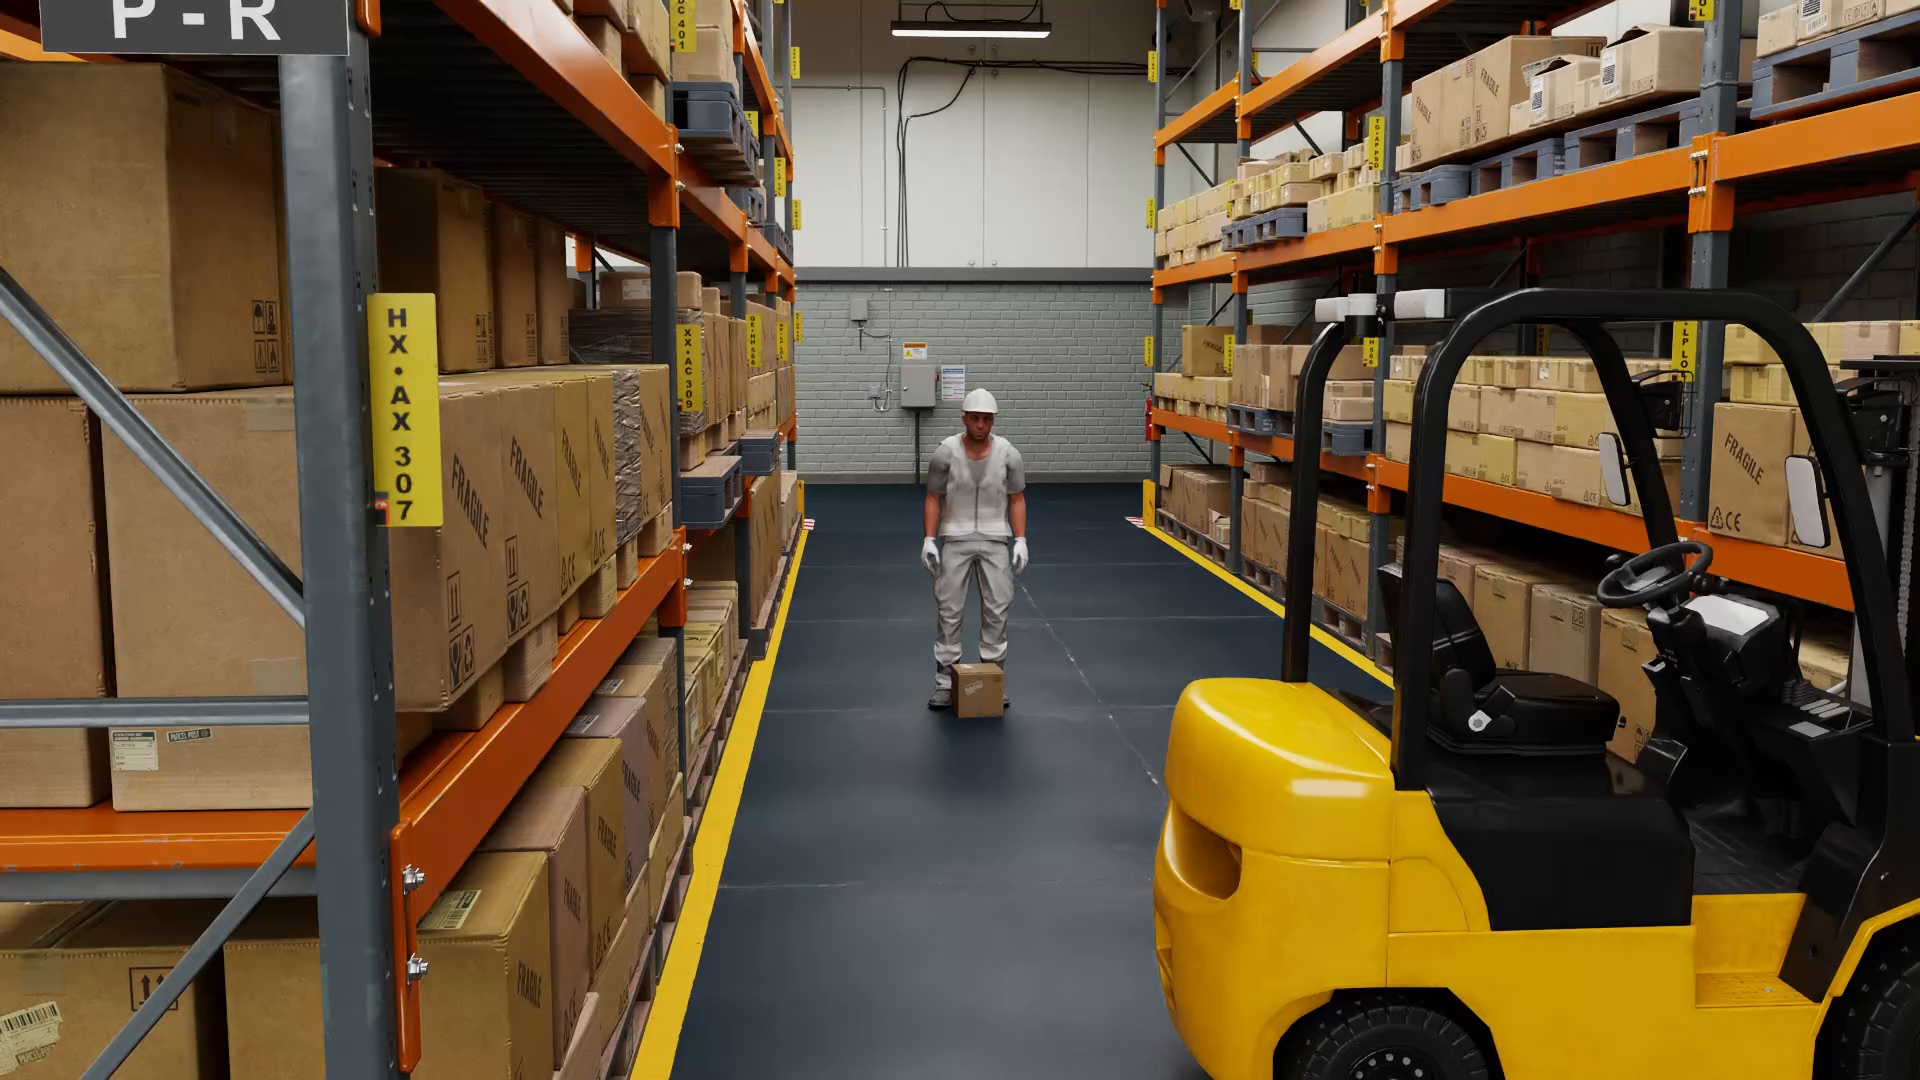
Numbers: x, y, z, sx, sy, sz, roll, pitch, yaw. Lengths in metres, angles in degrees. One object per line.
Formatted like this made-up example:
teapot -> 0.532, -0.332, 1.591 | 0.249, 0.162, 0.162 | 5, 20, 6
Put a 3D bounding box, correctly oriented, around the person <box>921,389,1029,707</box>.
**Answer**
person -> 0.084, 0.043, 9.307 | 0.607, 1.780, 0.449 | 0, 7, -4
